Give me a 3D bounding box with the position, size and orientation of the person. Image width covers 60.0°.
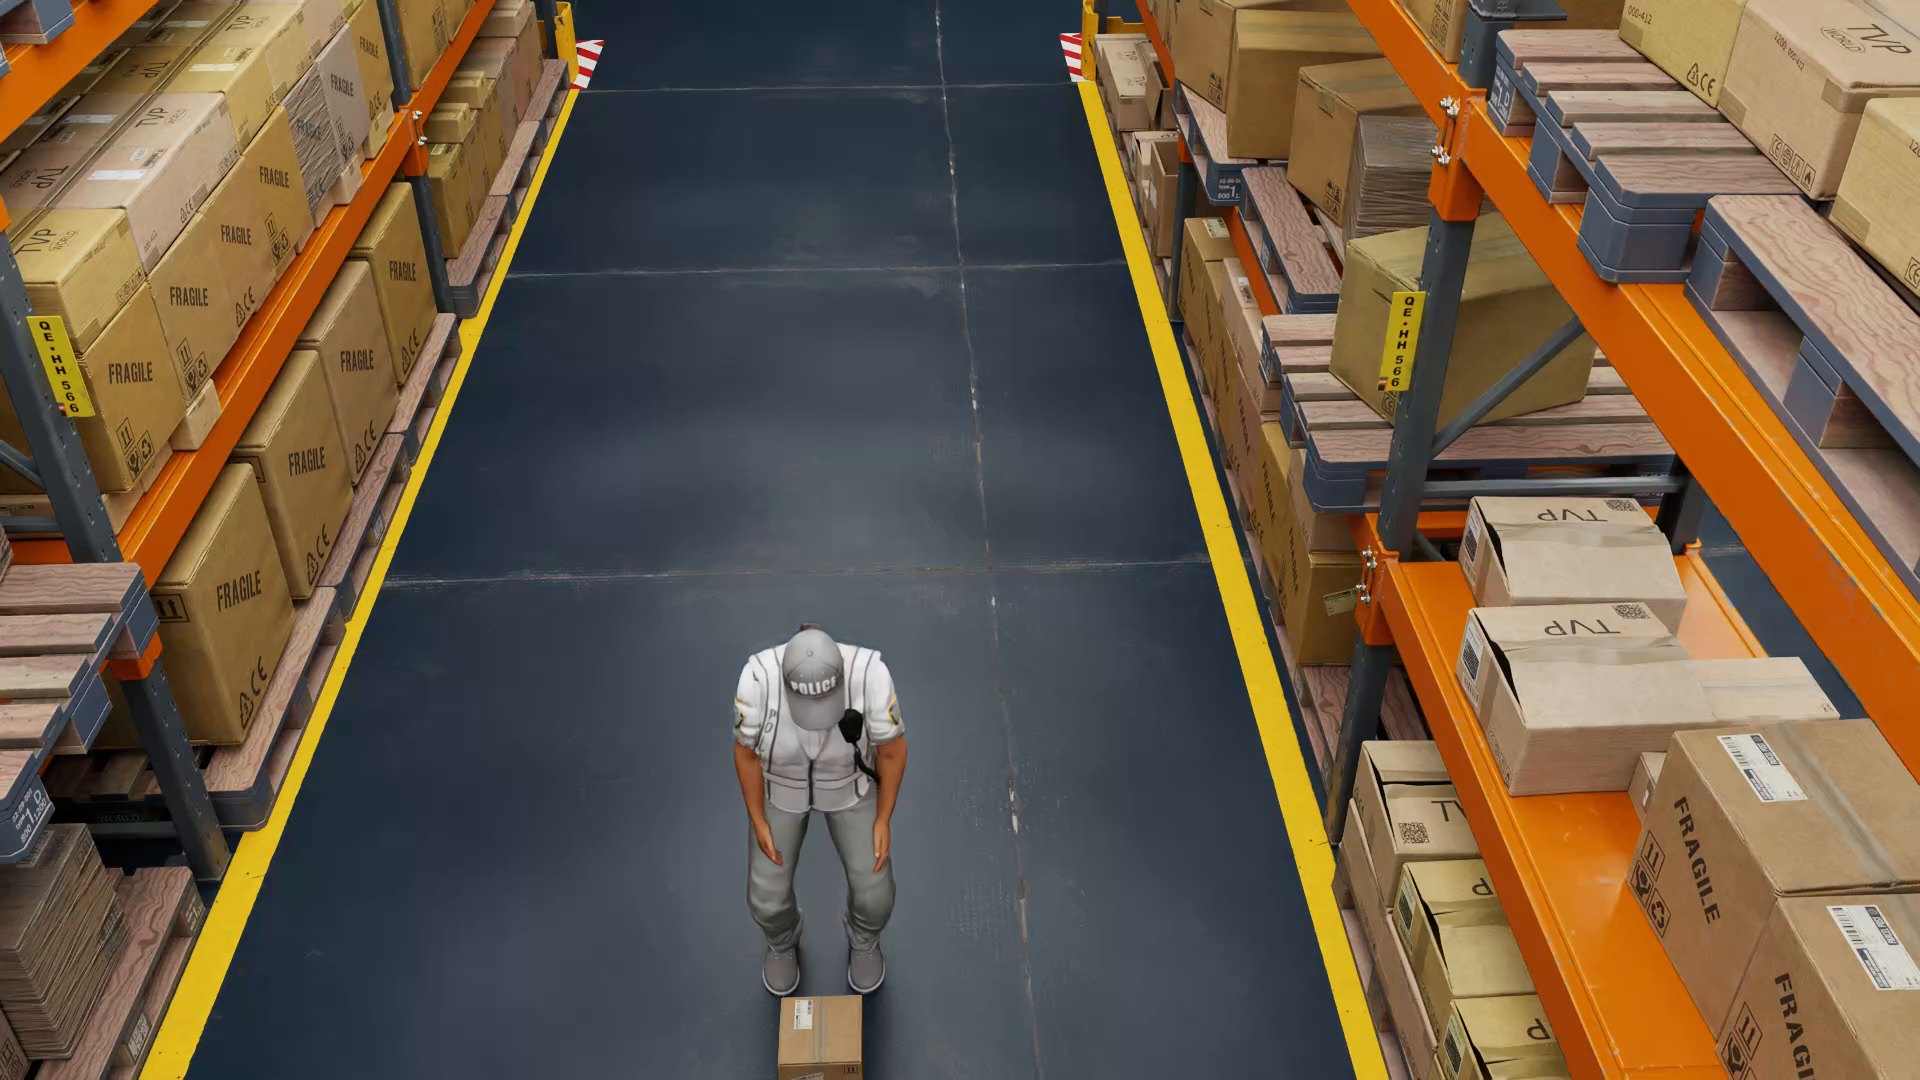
[{"bbox_3d":[-0.418,0.806,5.131,0.519,1.541,0.591,-1,35,-1],"label":"person"}]
